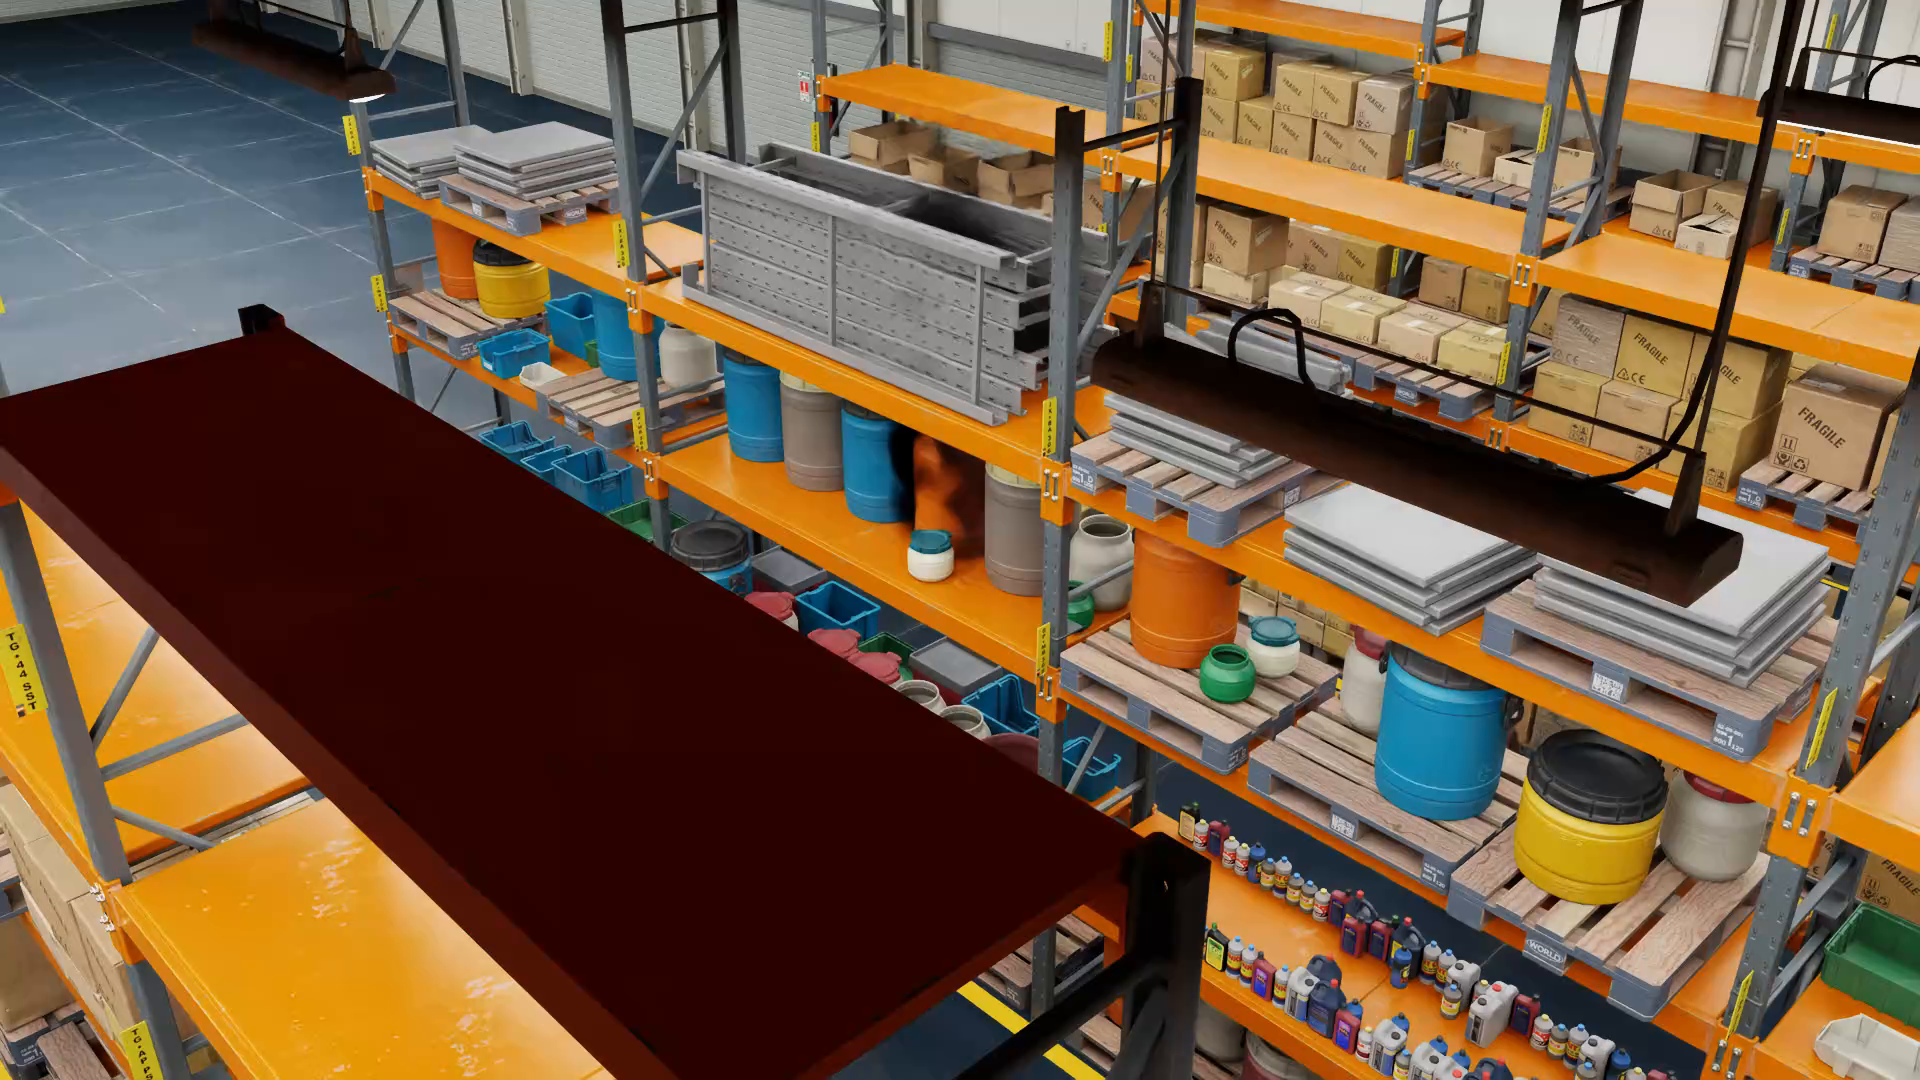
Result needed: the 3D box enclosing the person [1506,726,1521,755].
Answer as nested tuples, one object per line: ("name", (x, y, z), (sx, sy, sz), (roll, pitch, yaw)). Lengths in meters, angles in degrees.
("person", (3.437, 1.779, 11.113), (0.581, 1.713, 0.675), (16, 32, 27))
